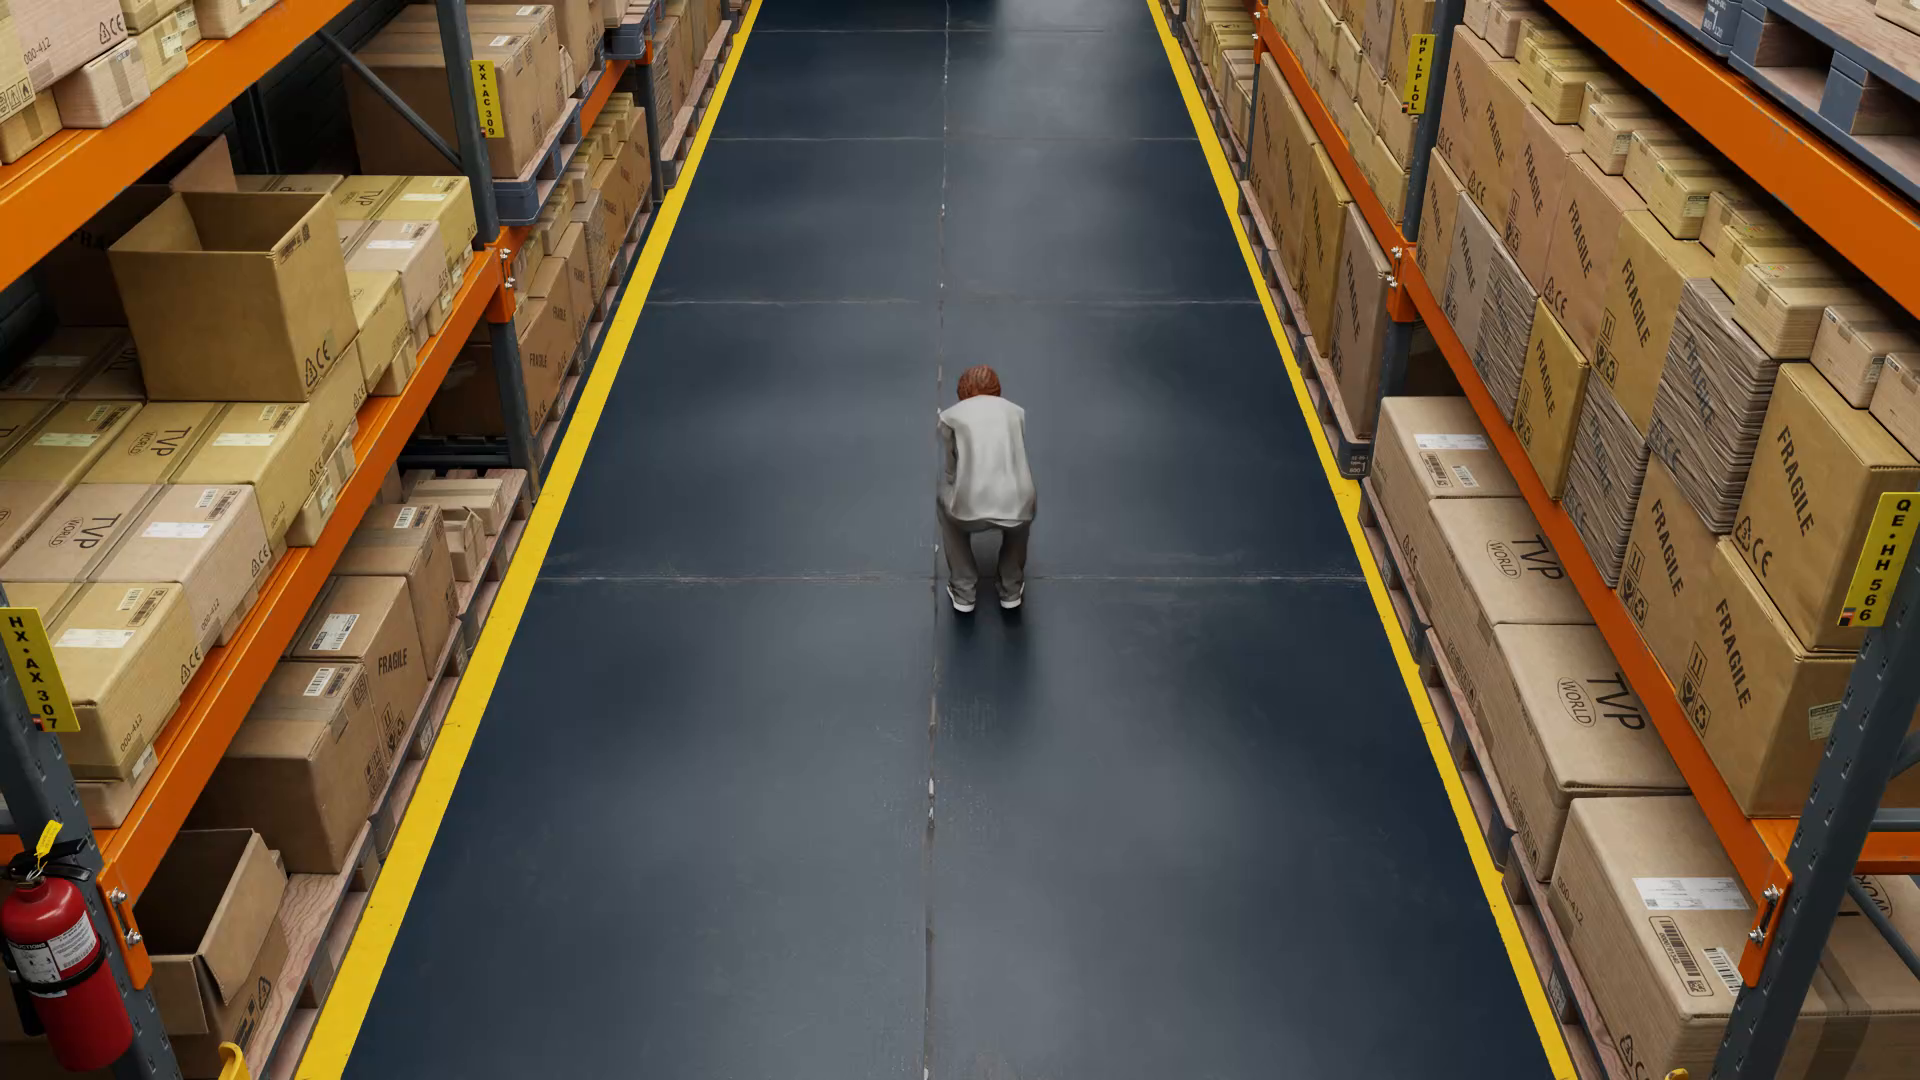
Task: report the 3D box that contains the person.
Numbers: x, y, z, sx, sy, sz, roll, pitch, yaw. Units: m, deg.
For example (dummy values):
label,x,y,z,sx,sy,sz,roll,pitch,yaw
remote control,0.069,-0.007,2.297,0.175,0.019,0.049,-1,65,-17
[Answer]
label,x,y,z,sx,sy,sz,roll,pitch,yaw
person,0.113,-0.190,7.107,0.427,0.903,0.838,-1,32,-2
